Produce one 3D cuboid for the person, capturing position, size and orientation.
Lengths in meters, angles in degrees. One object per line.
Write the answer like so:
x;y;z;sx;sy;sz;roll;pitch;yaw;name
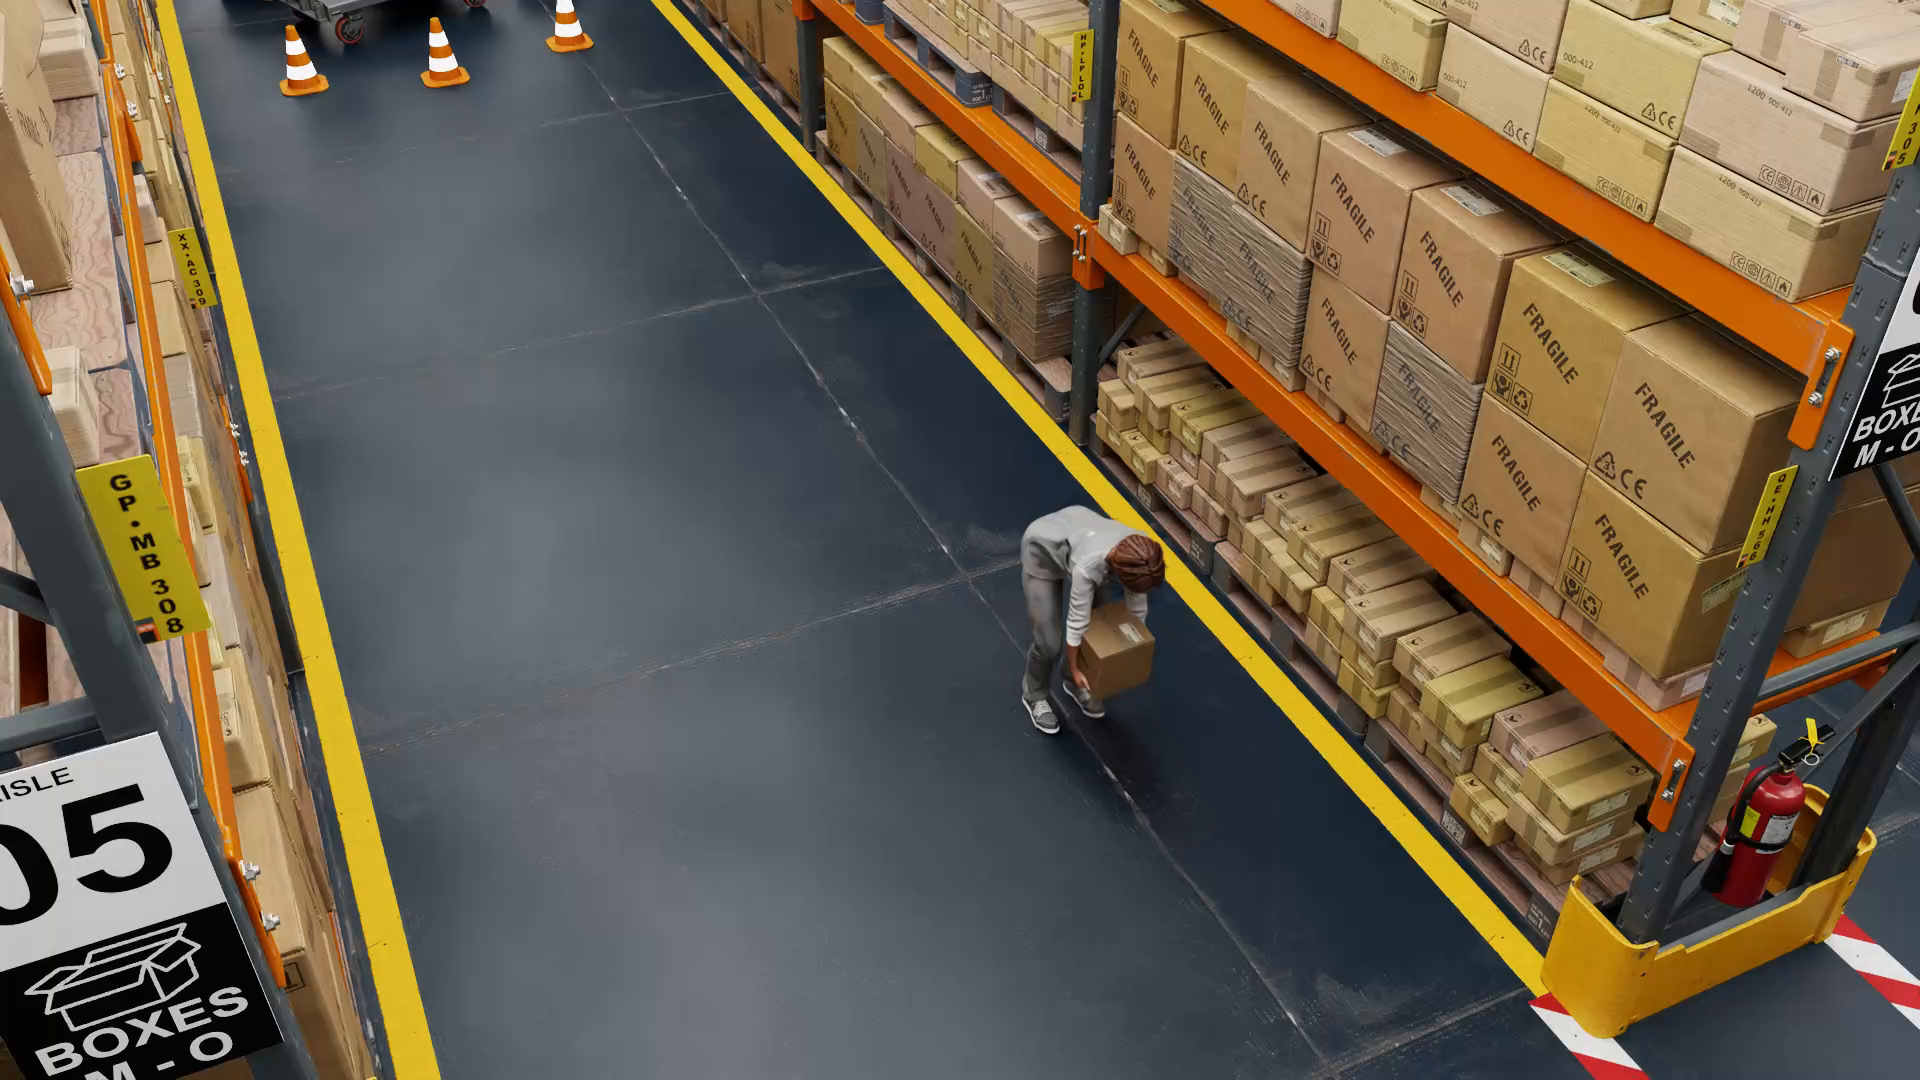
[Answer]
0.531;0.351;6.712;0.380;1.231;0.810;-18;41;-21;person
